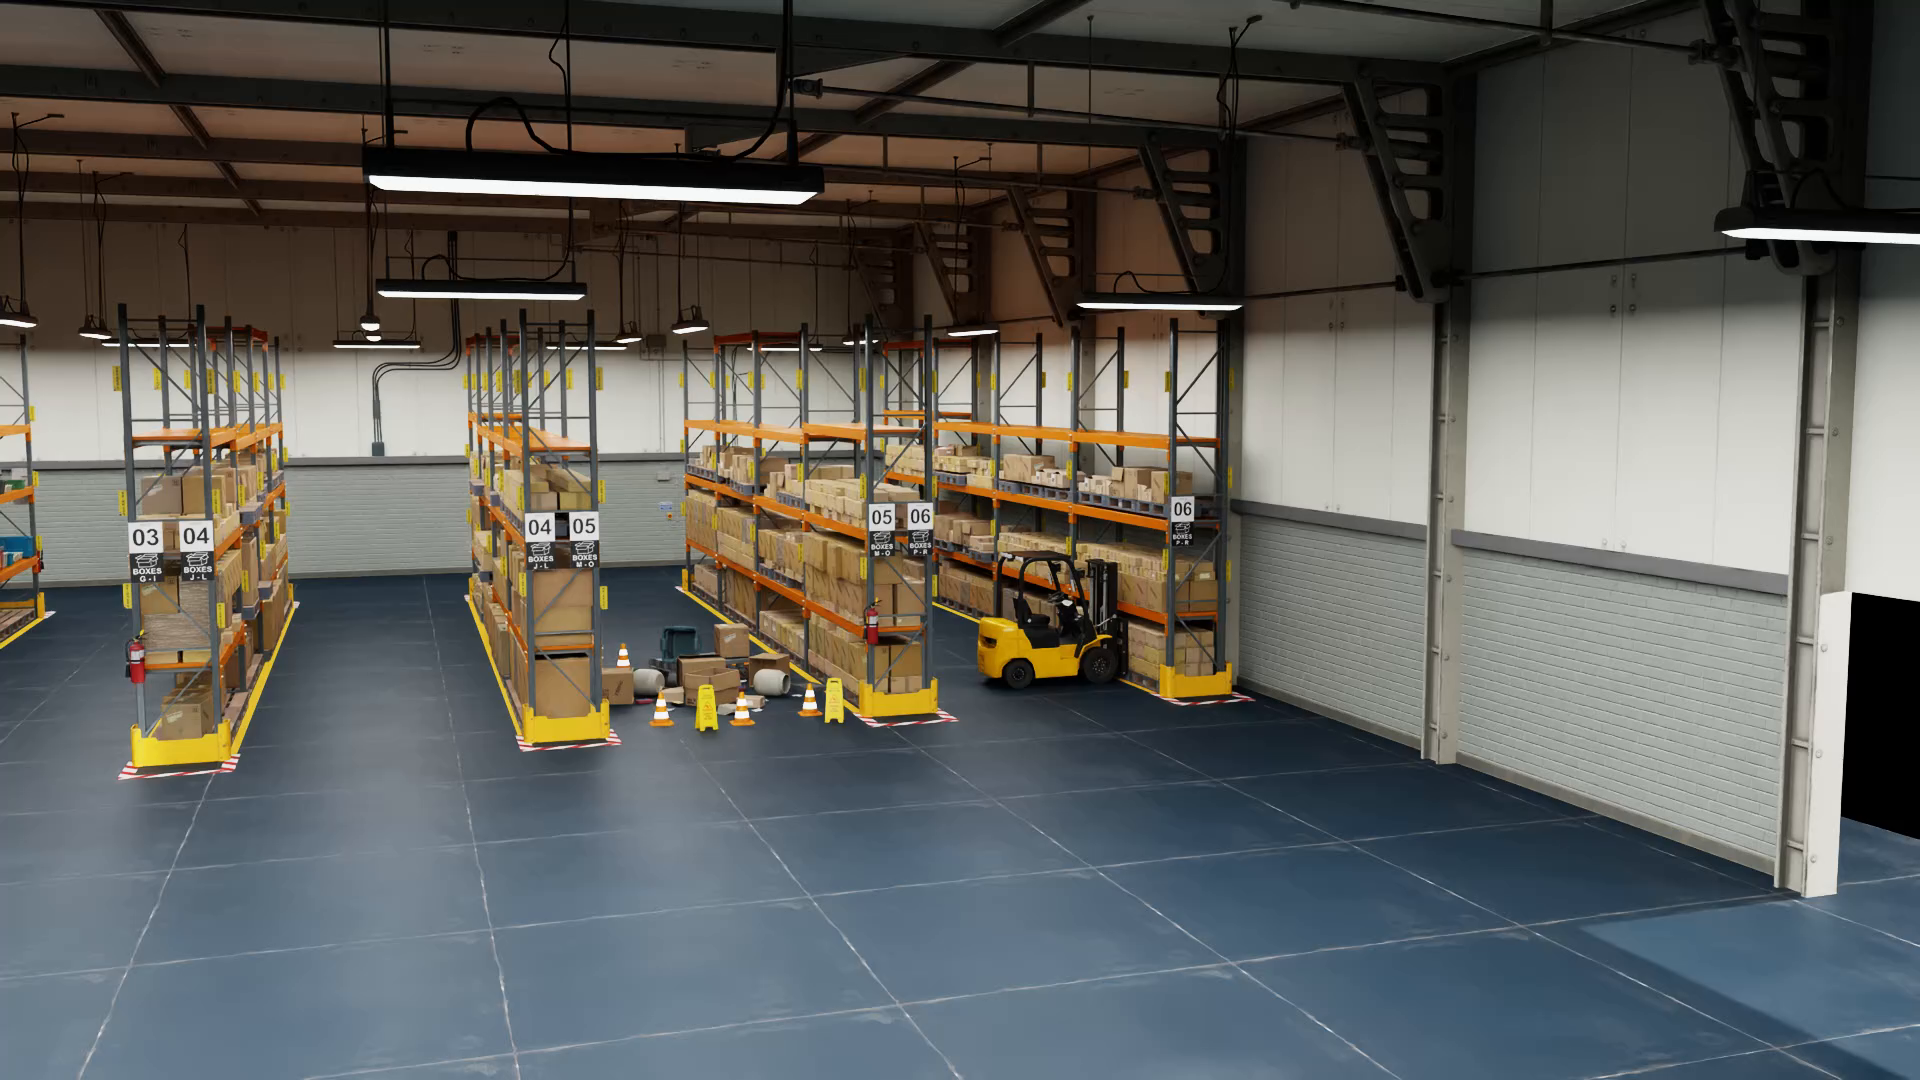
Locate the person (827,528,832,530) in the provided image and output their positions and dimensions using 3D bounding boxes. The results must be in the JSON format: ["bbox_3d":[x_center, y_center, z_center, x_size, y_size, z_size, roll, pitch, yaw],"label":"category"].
[{"bbox_3d":[-3.155,0.324,39.937,0.527,1.700,0.655,-1,6,-10],"label":"person"}]
